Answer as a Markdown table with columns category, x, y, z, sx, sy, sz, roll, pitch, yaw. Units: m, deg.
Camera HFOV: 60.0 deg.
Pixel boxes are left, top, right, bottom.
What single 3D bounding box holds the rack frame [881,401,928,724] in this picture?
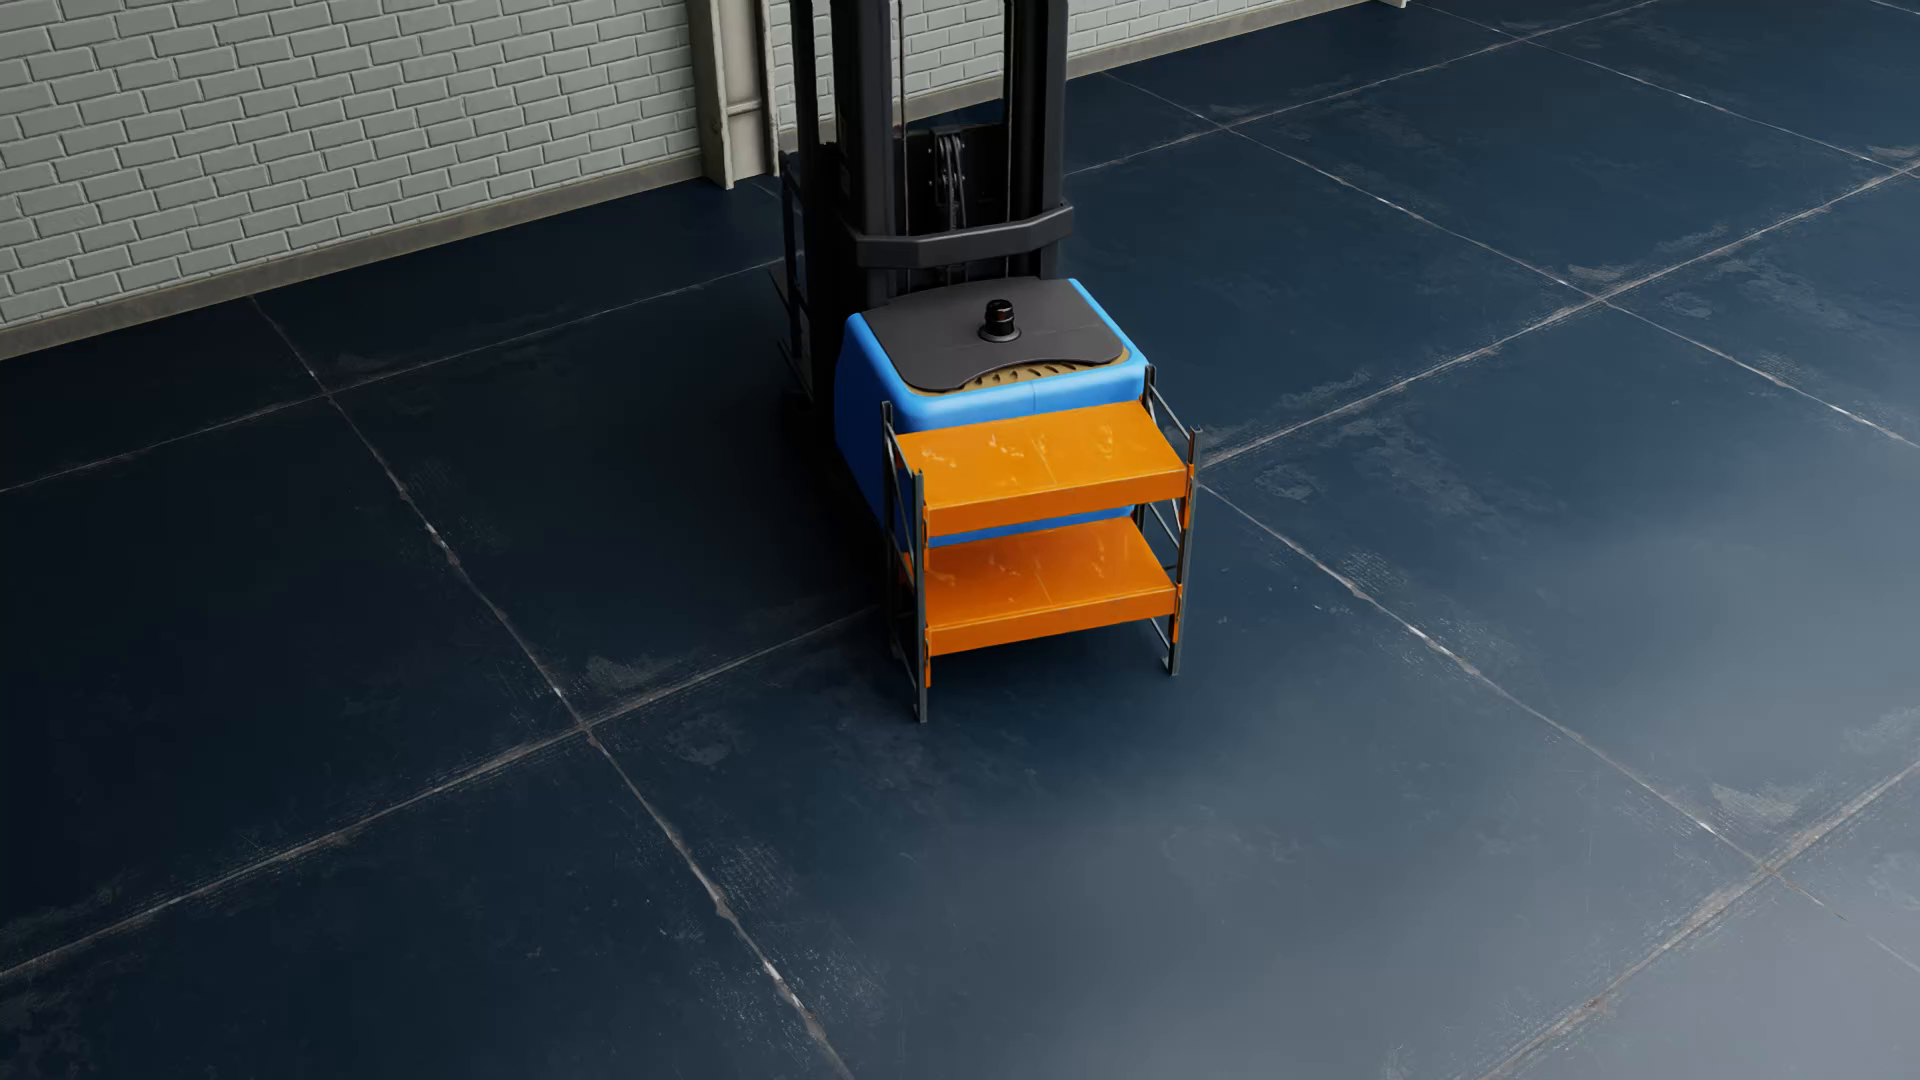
| category | x | y | z | sx | sy | sz | roll | pitch | yaw |
| --- | --- | --- | --- | --- | --- | --- | --- | --- | --- |
| rack frame | -0.205 | 0.095 | 6.154 | 0.032 | 1.125 | 0.500 | -9 | 37 | -13 |

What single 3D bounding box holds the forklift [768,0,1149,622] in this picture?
| category | x | y | z | sx | sy | sz | roll | pitch | yaw |
| --- | --- | --- | --- | --- | --- | --- | --- | --- | --- |
| forklift | -0.213 | -1.716 | 7.125 | 1.130 | 2.935 | 3.031 | -11 | 37 | -15 |

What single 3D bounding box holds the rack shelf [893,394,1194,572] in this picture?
| category | x | y | z | sx | sy | sz | roll | pitch | yaw |
| --- | --- | --- | --- | --- | --- | --- | --- | --- | --- |
| rack shelf | 0.285 | -0.222 | 6.094 | 1.000 | 0.278 | 0.538 | -9 | 37 | -13 |

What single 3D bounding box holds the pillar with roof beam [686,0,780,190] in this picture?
| category | x | y | z | sx | sy | sz | roll | pitch | yaw |
| --- | --- | --- | --- | --- | --- | --- | --- | --- | --- |
| pillar with roof beam | 1.111 | -3.898 | 4.963 | 0.400 | 9.000 | 9.100 | -22 | 41 | -28 |

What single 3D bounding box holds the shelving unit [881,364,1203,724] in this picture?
| category | x | y | z | sx | sy | sz | roll | pitch | yaw |
| --- | --- | --- | --- | --- | --- | --- | --- | --- | --- |
| shelving unit | 0.285 | 0.016 | 6.264 | 1.048 | 1.125 | 0.538 | -9 | 37 | -13 |

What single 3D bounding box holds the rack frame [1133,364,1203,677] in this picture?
| category | x | y | z | sx | sy | sz | roll | pitch | yaw |
| --- | --- | --- | --- | --- | --- | --- | --- | --- | --- |
| rack frame | 0.775 | -0.063 | 6.375 | 0.032 | 1.125 | 0.500 | -9 | 37 | -13 |

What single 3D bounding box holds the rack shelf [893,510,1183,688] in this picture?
| category | x | y | z | sx | sy | sz | roll | pitch | yaw |
| --- | --- | --- | --- | --- | --- | --- | --- | --- | --- |
| rack shelf | 0.285 | 0.214 | 6.407 | 1.000 | 0.278 | 0.538 | -9 | 37 | -13 |
